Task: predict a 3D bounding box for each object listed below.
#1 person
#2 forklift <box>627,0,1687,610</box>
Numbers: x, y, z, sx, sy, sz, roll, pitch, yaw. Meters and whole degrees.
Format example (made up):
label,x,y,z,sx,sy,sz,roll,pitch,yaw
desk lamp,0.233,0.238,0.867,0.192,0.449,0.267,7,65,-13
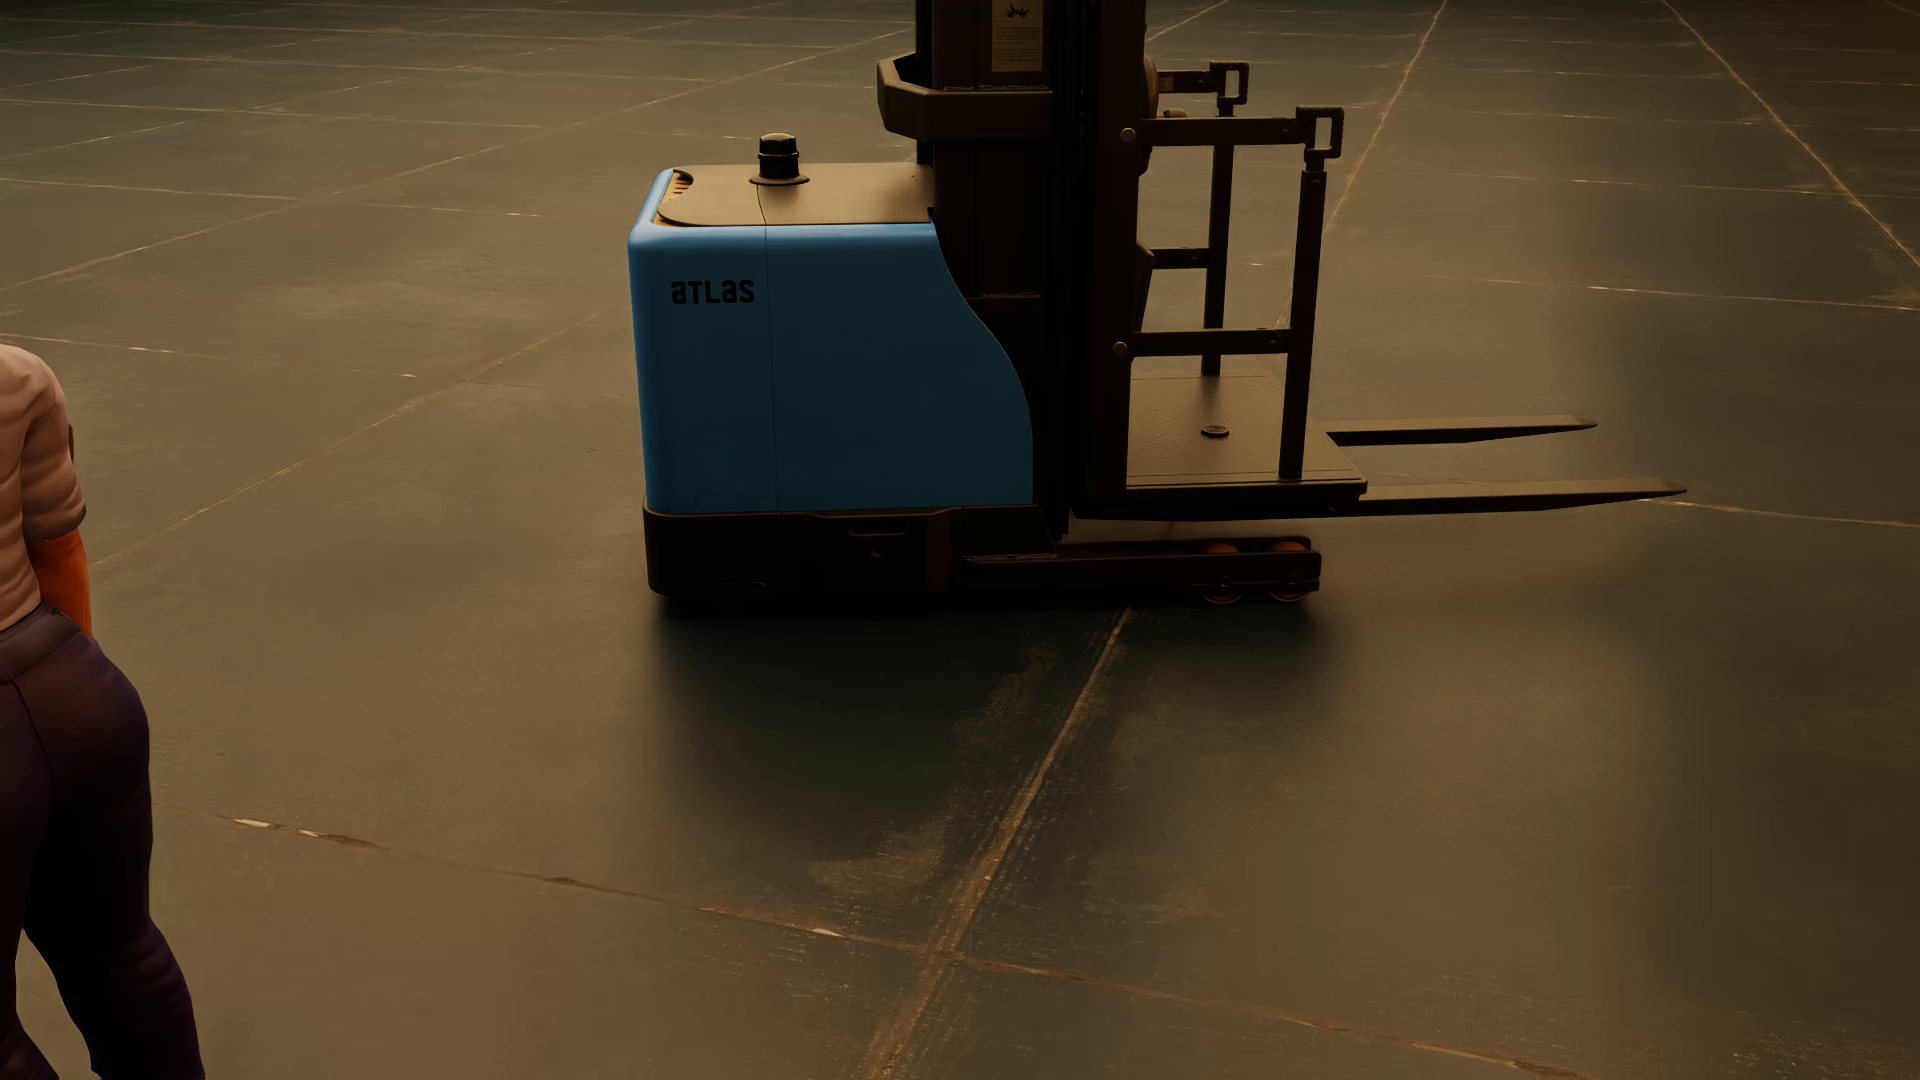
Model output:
label,x,y,z,sx,sy,sz,roll,pitch,yaw
person,-1.324,0.309,2.222,0.368,1.651,0.487,6,23,14
forklift,0.606,-1.374,4.608,3.031,2.935,1.130,-2,23,-4
